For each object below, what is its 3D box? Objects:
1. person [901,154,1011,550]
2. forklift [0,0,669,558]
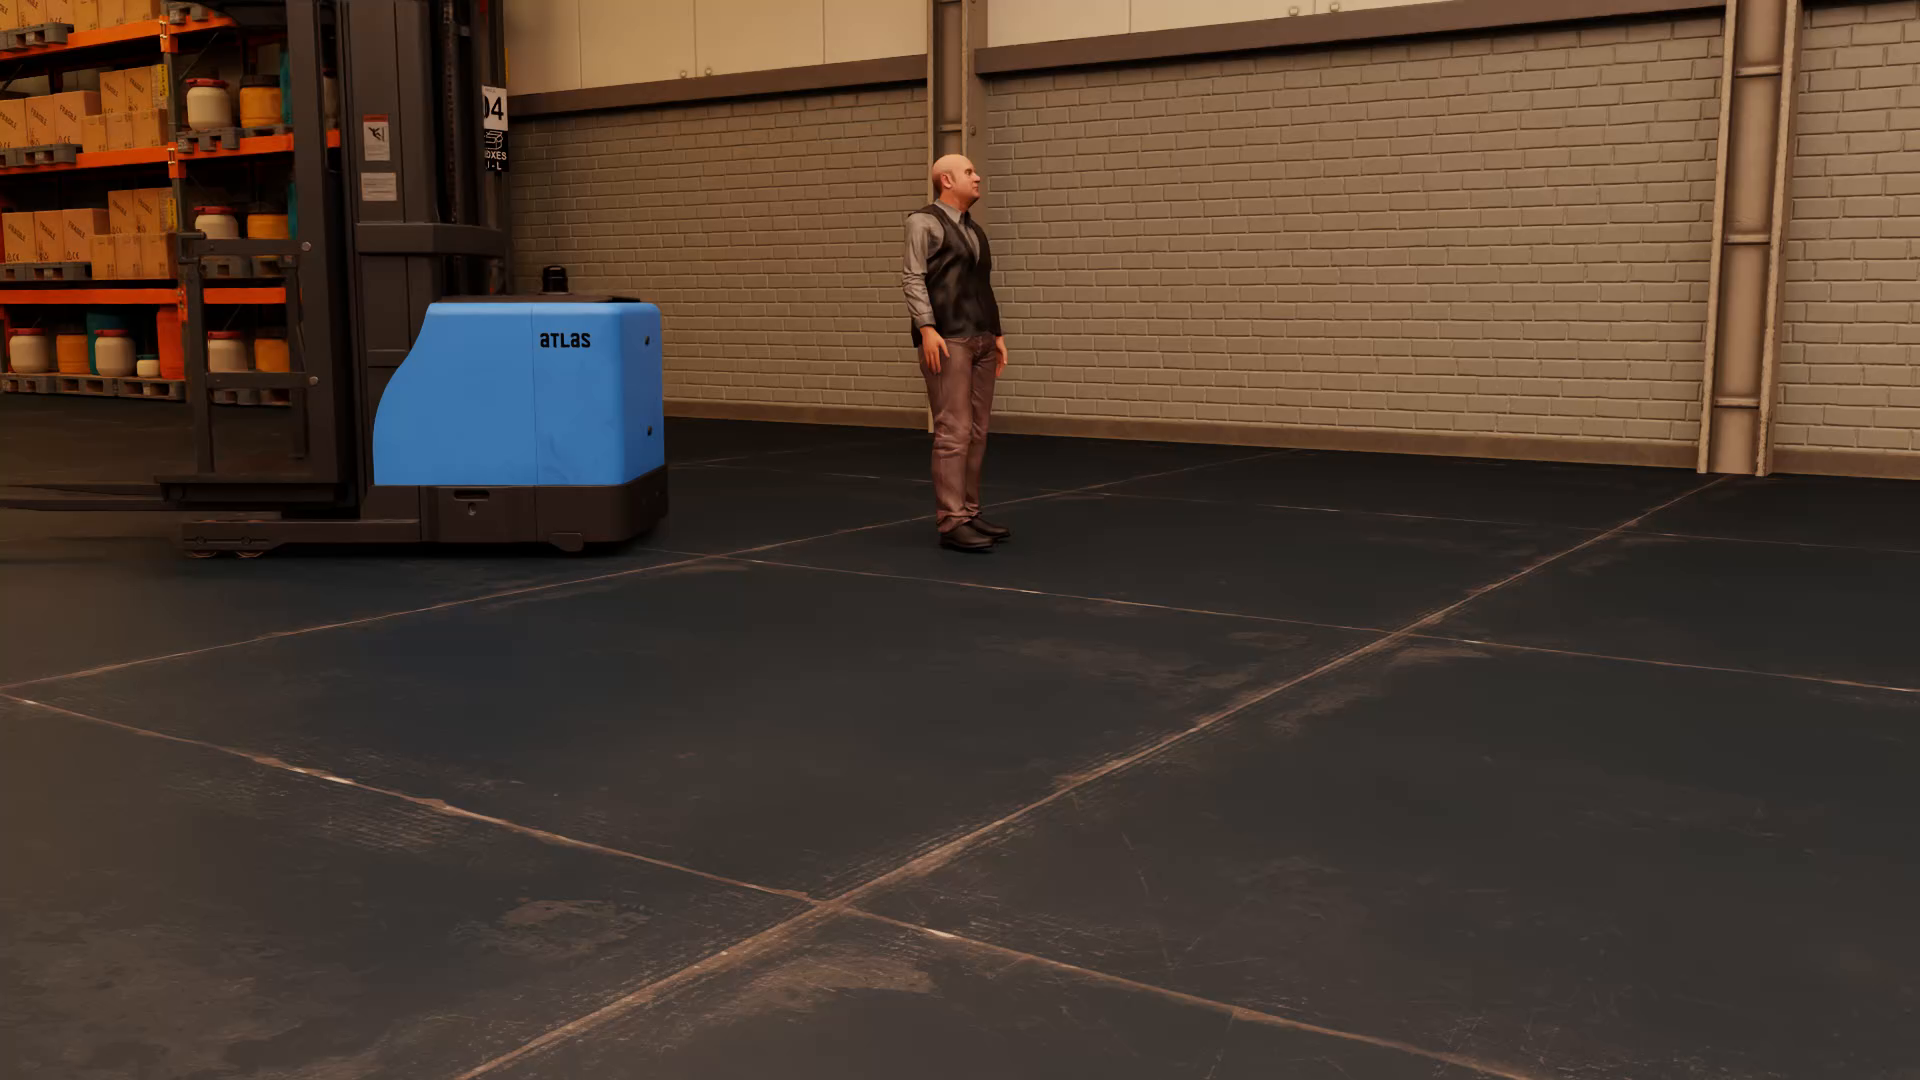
[{"bbox_3d":[0.048,-0.854,7.441,0.566,1.722,0.634,5,10,34],"label":"person"},{"bbox_3d":[-2.917,-1.447,7.369,3.031,2.935,1.130,0,8,1],"label":"forklift"}]
